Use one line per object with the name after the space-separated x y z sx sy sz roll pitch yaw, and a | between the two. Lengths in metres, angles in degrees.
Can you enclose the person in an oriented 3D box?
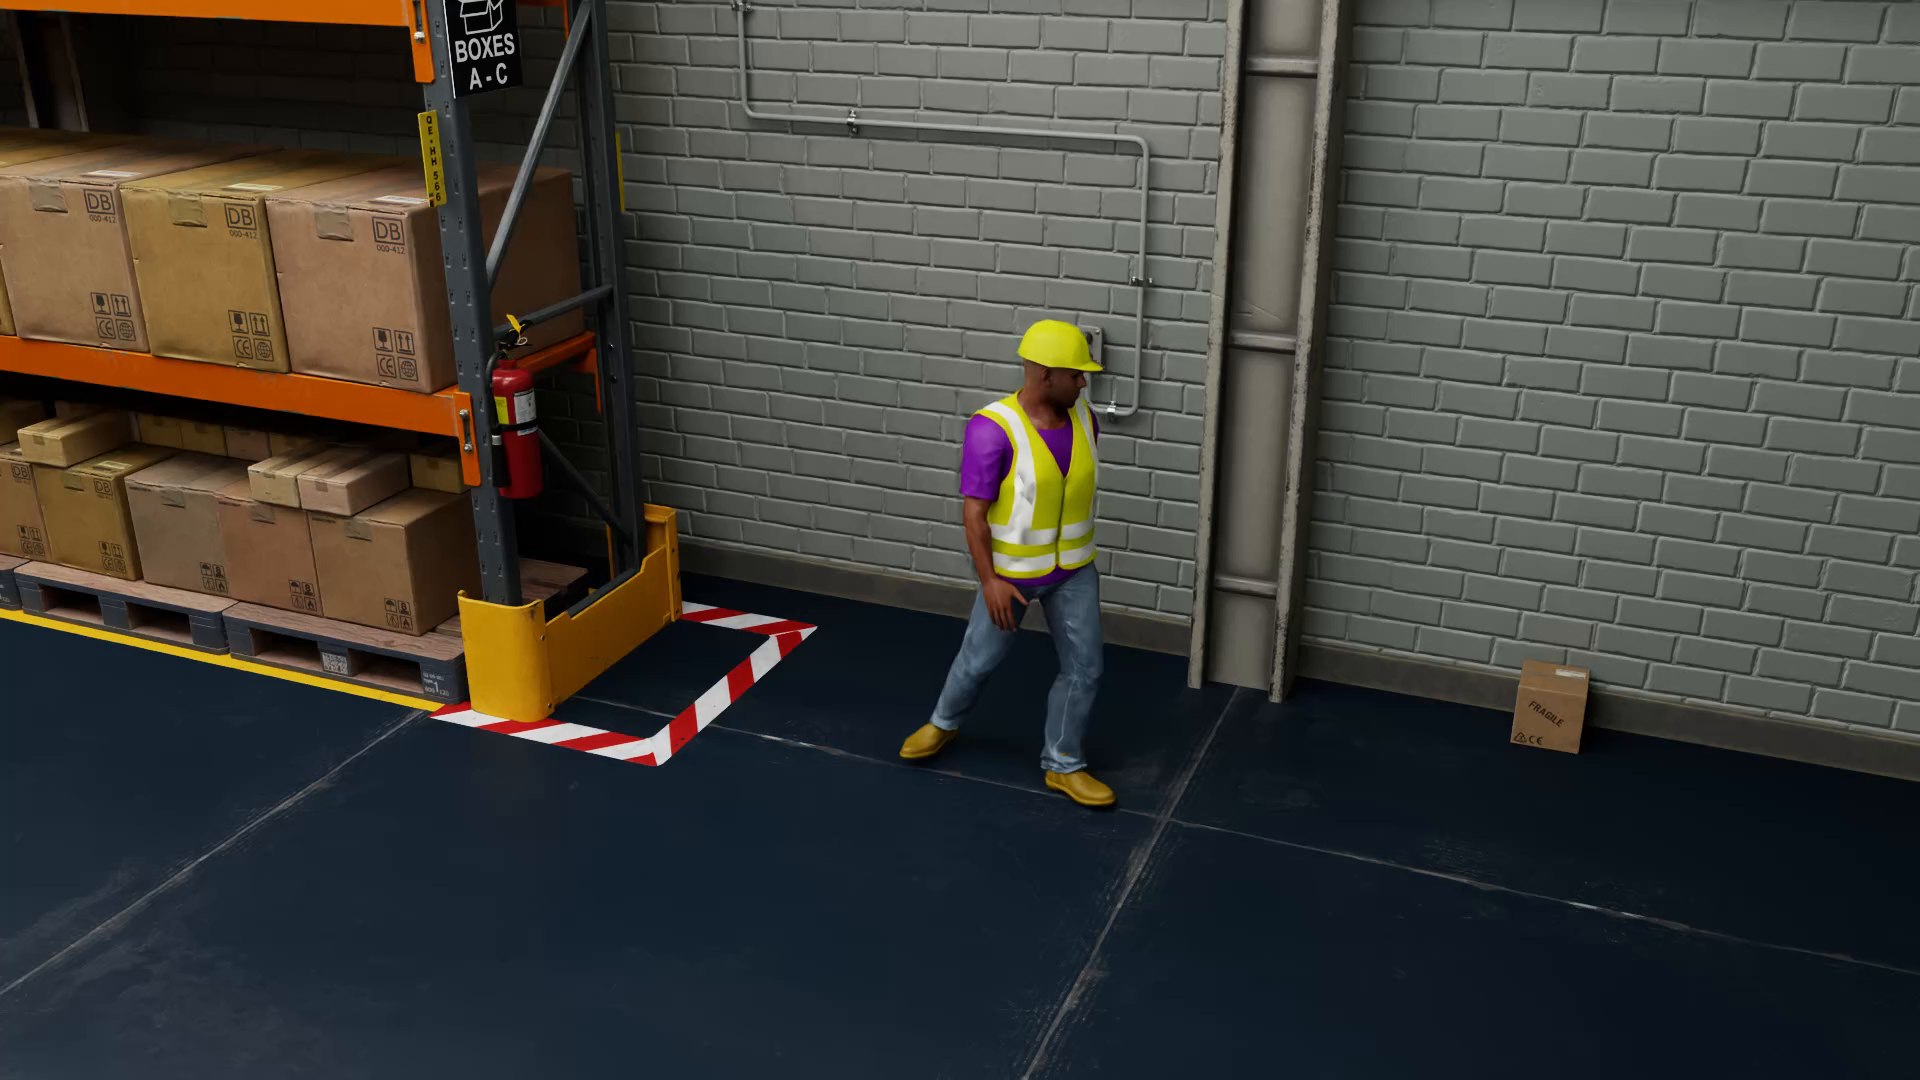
0.187 0.077 5.869 0.702 1.749 0.729 -10 24 -24 | person
